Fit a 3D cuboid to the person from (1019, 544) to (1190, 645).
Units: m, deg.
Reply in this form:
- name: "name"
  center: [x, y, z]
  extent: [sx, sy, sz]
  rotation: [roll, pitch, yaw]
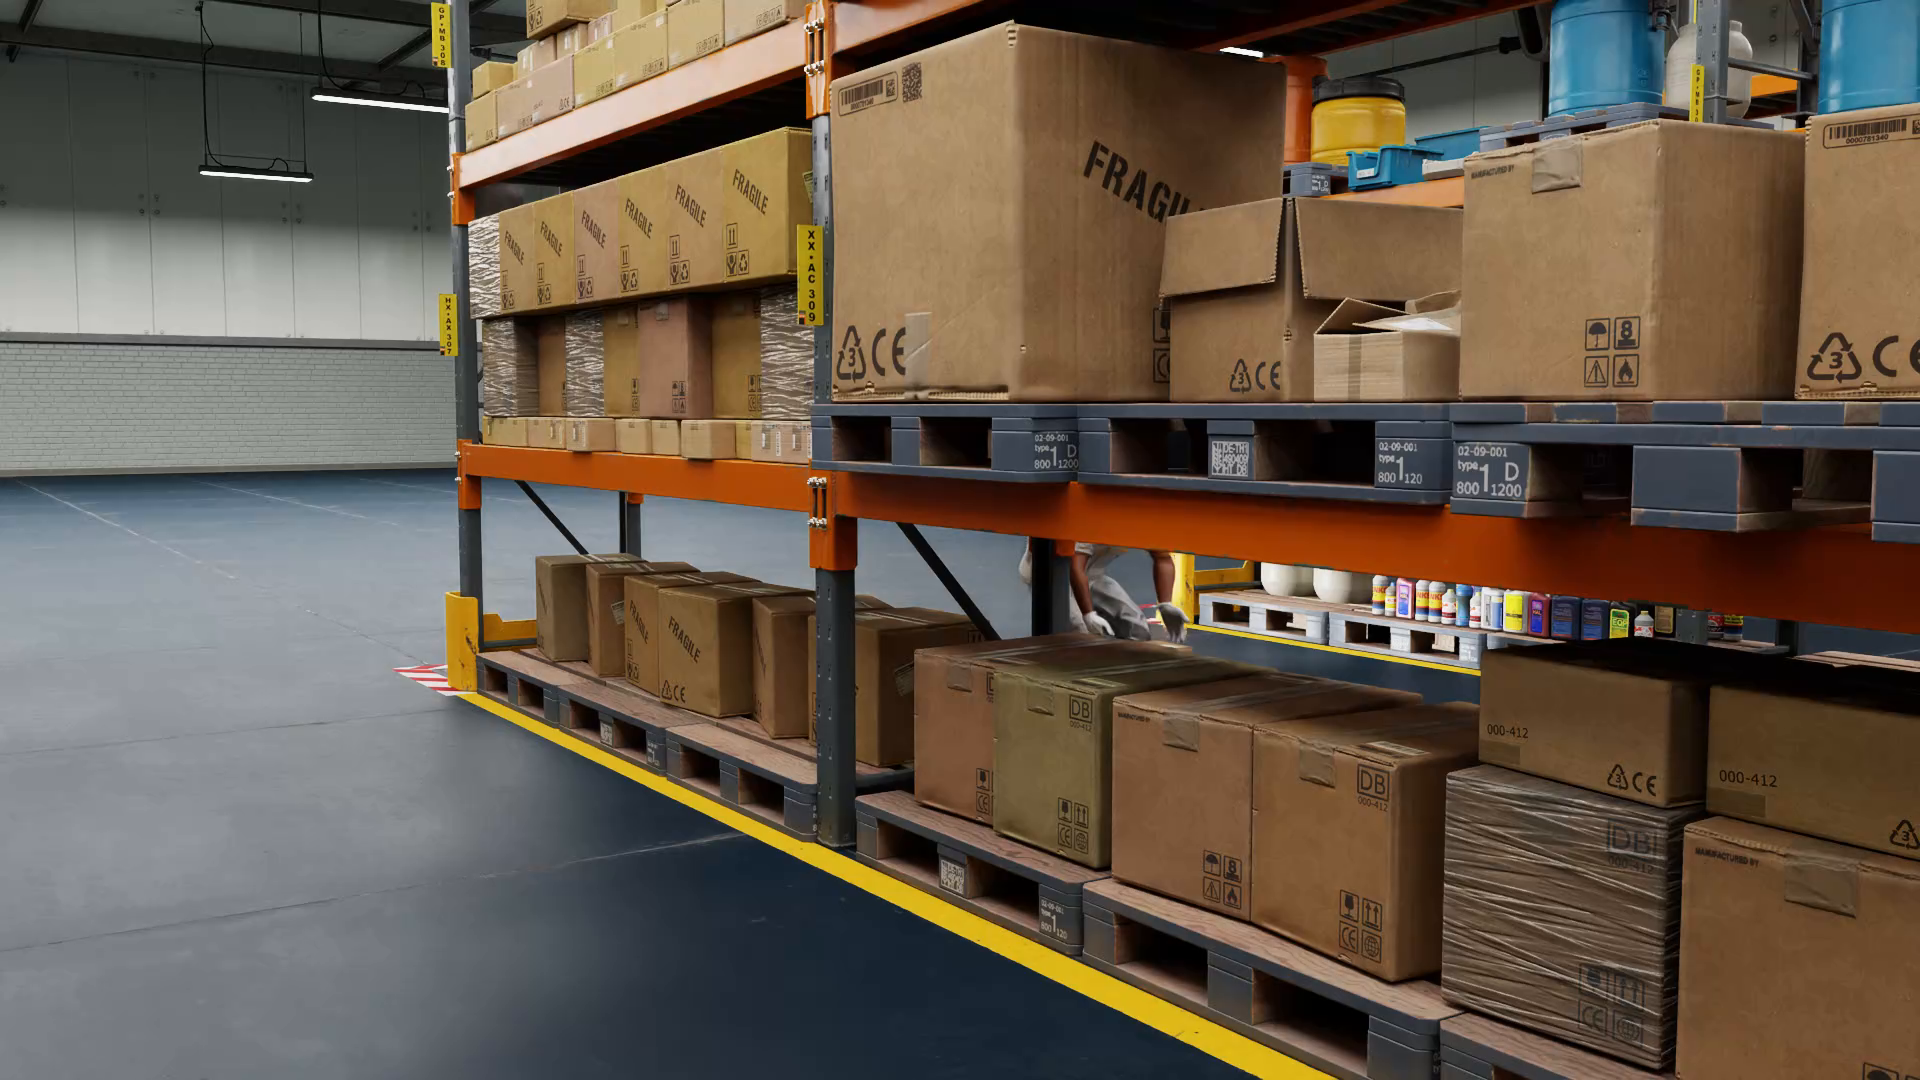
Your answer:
- name: "person"
  center: [0.658, 0.229, 7.678]
  extent: [0.610, 1.322, 0.813]
  rotation: [-3, 6, -34]
